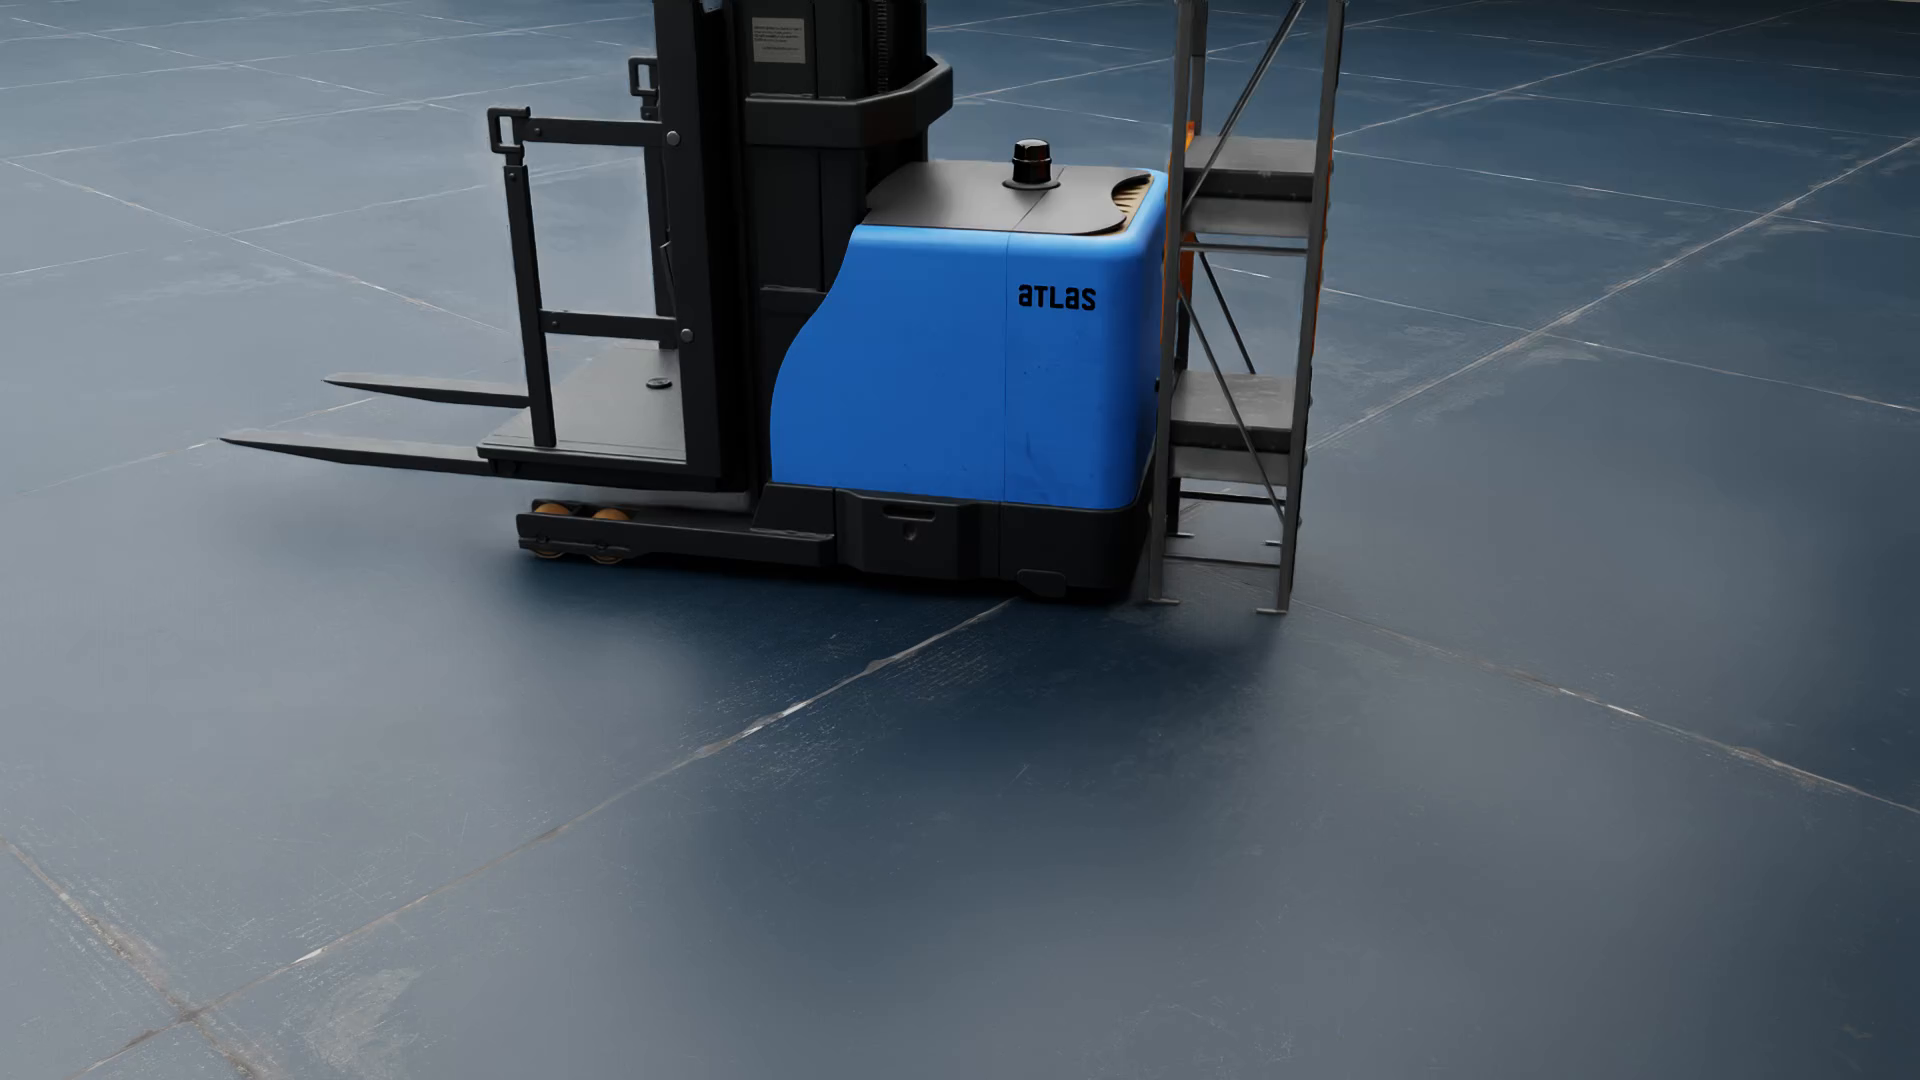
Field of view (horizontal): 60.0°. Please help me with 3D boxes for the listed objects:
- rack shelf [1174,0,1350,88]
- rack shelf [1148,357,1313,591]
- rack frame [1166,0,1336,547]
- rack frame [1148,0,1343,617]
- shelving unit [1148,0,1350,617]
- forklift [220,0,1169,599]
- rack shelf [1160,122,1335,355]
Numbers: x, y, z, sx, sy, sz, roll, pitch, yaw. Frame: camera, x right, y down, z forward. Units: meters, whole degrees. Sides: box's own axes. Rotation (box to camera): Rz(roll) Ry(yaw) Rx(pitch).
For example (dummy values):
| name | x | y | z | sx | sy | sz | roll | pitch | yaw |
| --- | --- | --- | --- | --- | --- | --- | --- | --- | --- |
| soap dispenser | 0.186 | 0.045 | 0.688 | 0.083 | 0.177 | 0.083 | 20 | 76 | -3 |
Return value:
| name | x | y | z | sx | sy | sz | roll | pitch | yaw |
| --- | --- | --- | --- | --- | --- | --- | --- | --- | --- |
| rack shelf | 0.798 | -1.483 | 4.313 | 0.431 | 0.518 | 0.480 | 5 | 25 | 11 |
| rack shelf | 0.798 | -0.205 | 4.886 | 0.431 | 0.518 | 0.480 | 5 | 25 | 11 |
| rack frame | 0.851 | -0.954 | 4.811 | 0.400 | 2.100 | 0.015 | 5 | 25 | 11 |
| rack frame | 0.745 | -0.759 | 4.377 | 0.400 | 2.100 | 0.015 | 5 | 25 | 11 |
| shelving unit | 0.798 | -0.857 | 4.594 | 0.431 | 2.100 | 0.503 | 5 | 25 | 11 |
| forklift | -0.881 | -1.467 | 4.939 | 3.031 | 2.935 | 1.130 | 5 | 25 | 11 |
| rack shelf | 0.798 | -0.844 | 4.600 | 0.431 | 0.518 | 0.480 | 5 | 25 | 11 |
